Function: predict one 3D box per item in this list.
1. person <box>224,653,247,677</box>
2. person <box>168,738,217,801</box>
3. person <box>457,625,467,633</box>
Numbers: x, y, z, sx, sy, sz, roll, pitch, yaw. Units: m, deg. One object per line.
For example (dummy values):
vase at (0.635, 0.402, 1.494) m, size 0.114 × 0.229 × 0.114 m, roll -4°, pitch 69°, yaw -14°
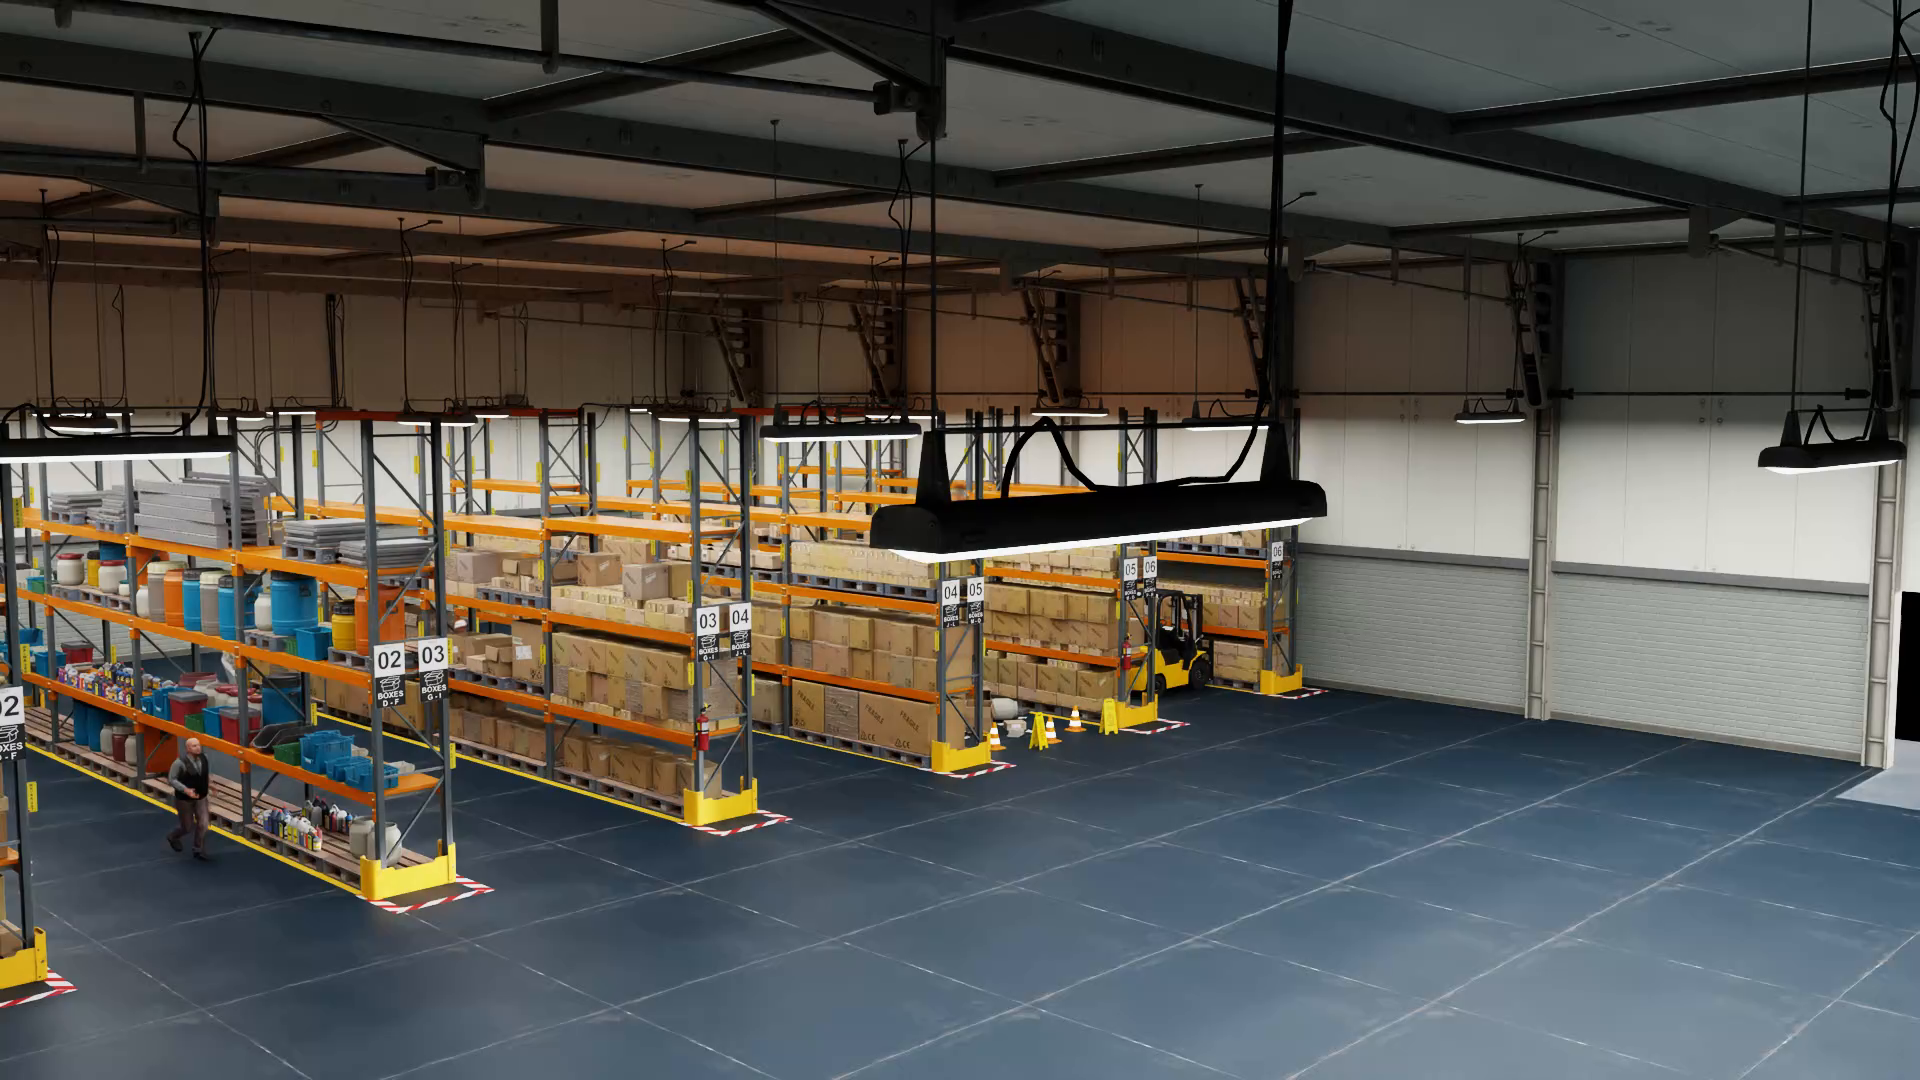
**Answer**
person at (-14.481, 2.294, 33.322) m, size 0.570 × 0.856 × 0.447 m, roll 3°, pitch 6°, yaw 30°
person at (-10.385, 3.093, 22.493) m, size 0.507 × 0.851 × 0.655 m, roll 4°, pitch 6°, yaw 35°
person at (-9.982, 2.532, 33.280) m, size 0.708 × 1.748 × 0.498 m, roll 4°, pitch 6°, yaw 37°
